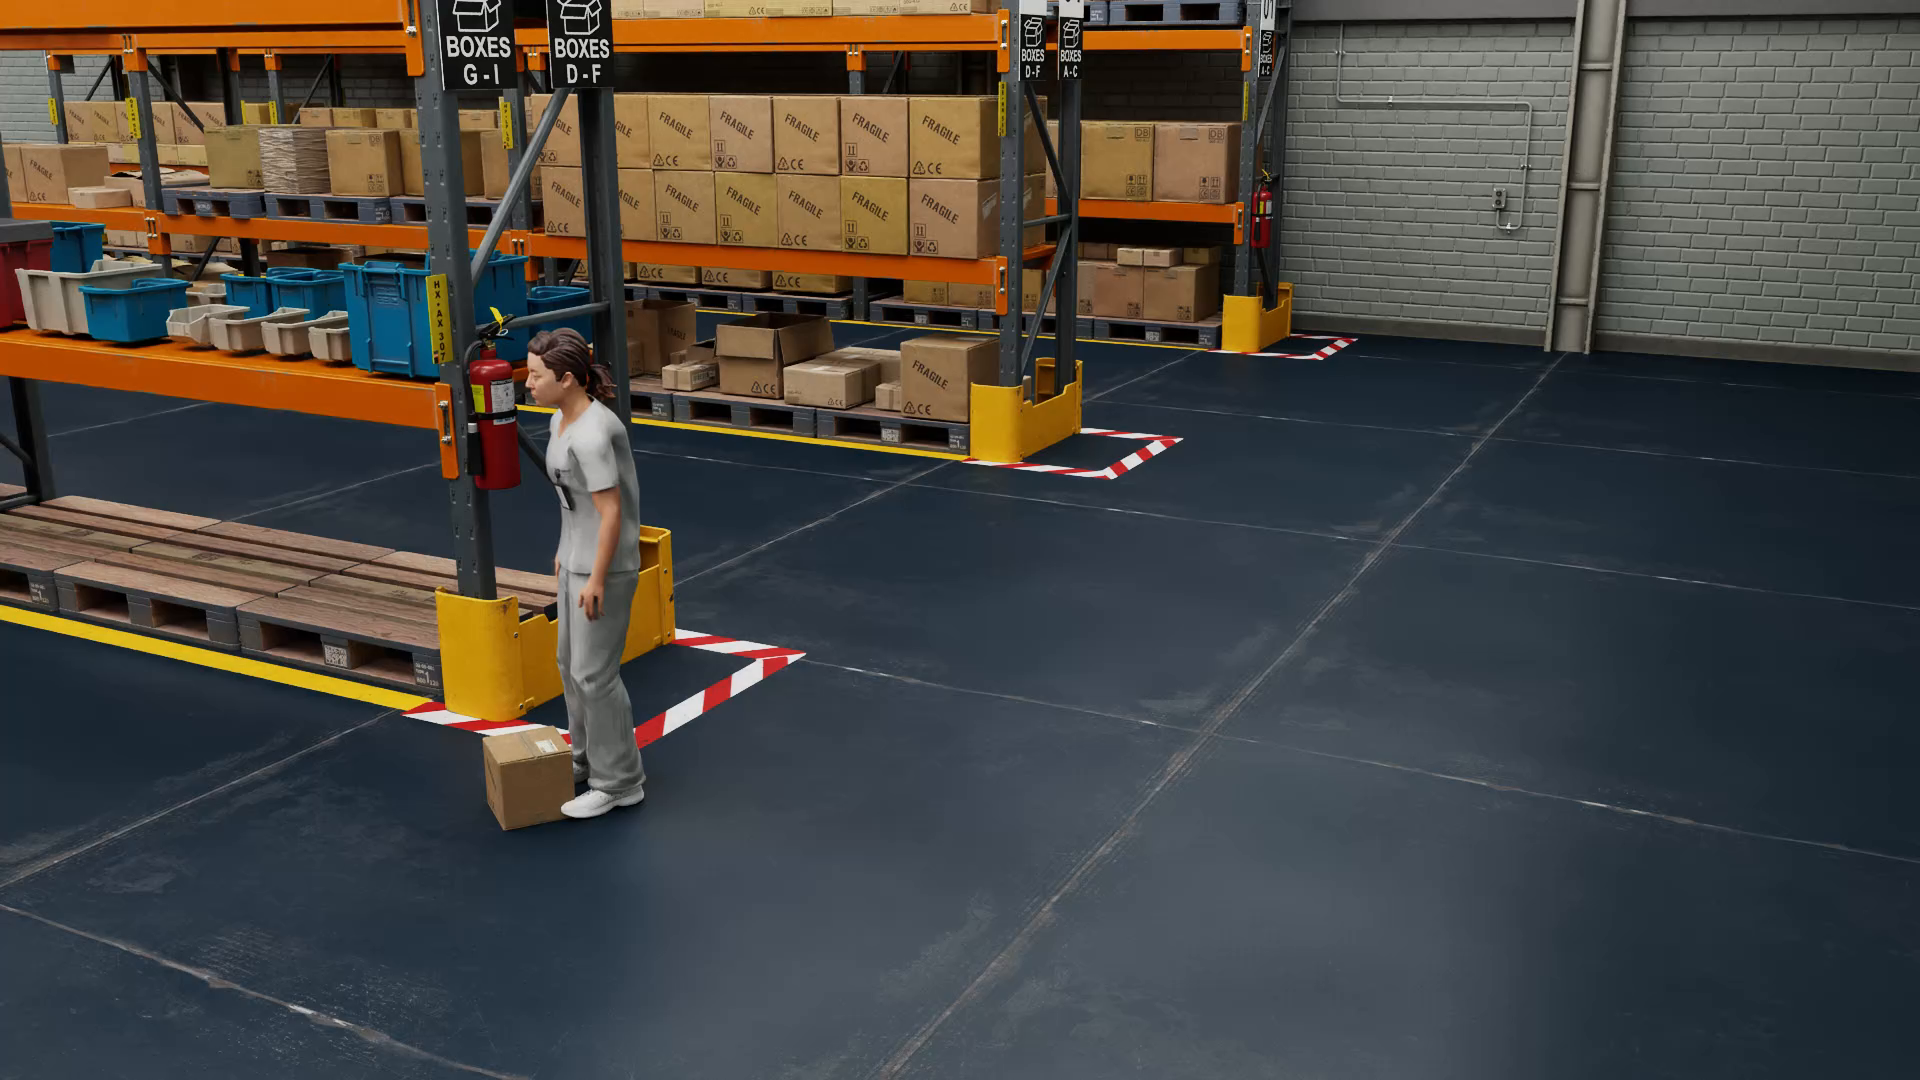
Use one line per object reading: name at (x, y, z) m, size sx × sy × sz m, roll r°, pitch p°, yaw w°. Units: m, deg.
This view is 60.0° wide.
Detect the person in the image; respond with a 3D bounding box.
person at (-1.271, 0.103, 5.669) m, size 0.360 × 1.672 × 0.485 m, roll -8°, pitch 18°, yaw -25°
